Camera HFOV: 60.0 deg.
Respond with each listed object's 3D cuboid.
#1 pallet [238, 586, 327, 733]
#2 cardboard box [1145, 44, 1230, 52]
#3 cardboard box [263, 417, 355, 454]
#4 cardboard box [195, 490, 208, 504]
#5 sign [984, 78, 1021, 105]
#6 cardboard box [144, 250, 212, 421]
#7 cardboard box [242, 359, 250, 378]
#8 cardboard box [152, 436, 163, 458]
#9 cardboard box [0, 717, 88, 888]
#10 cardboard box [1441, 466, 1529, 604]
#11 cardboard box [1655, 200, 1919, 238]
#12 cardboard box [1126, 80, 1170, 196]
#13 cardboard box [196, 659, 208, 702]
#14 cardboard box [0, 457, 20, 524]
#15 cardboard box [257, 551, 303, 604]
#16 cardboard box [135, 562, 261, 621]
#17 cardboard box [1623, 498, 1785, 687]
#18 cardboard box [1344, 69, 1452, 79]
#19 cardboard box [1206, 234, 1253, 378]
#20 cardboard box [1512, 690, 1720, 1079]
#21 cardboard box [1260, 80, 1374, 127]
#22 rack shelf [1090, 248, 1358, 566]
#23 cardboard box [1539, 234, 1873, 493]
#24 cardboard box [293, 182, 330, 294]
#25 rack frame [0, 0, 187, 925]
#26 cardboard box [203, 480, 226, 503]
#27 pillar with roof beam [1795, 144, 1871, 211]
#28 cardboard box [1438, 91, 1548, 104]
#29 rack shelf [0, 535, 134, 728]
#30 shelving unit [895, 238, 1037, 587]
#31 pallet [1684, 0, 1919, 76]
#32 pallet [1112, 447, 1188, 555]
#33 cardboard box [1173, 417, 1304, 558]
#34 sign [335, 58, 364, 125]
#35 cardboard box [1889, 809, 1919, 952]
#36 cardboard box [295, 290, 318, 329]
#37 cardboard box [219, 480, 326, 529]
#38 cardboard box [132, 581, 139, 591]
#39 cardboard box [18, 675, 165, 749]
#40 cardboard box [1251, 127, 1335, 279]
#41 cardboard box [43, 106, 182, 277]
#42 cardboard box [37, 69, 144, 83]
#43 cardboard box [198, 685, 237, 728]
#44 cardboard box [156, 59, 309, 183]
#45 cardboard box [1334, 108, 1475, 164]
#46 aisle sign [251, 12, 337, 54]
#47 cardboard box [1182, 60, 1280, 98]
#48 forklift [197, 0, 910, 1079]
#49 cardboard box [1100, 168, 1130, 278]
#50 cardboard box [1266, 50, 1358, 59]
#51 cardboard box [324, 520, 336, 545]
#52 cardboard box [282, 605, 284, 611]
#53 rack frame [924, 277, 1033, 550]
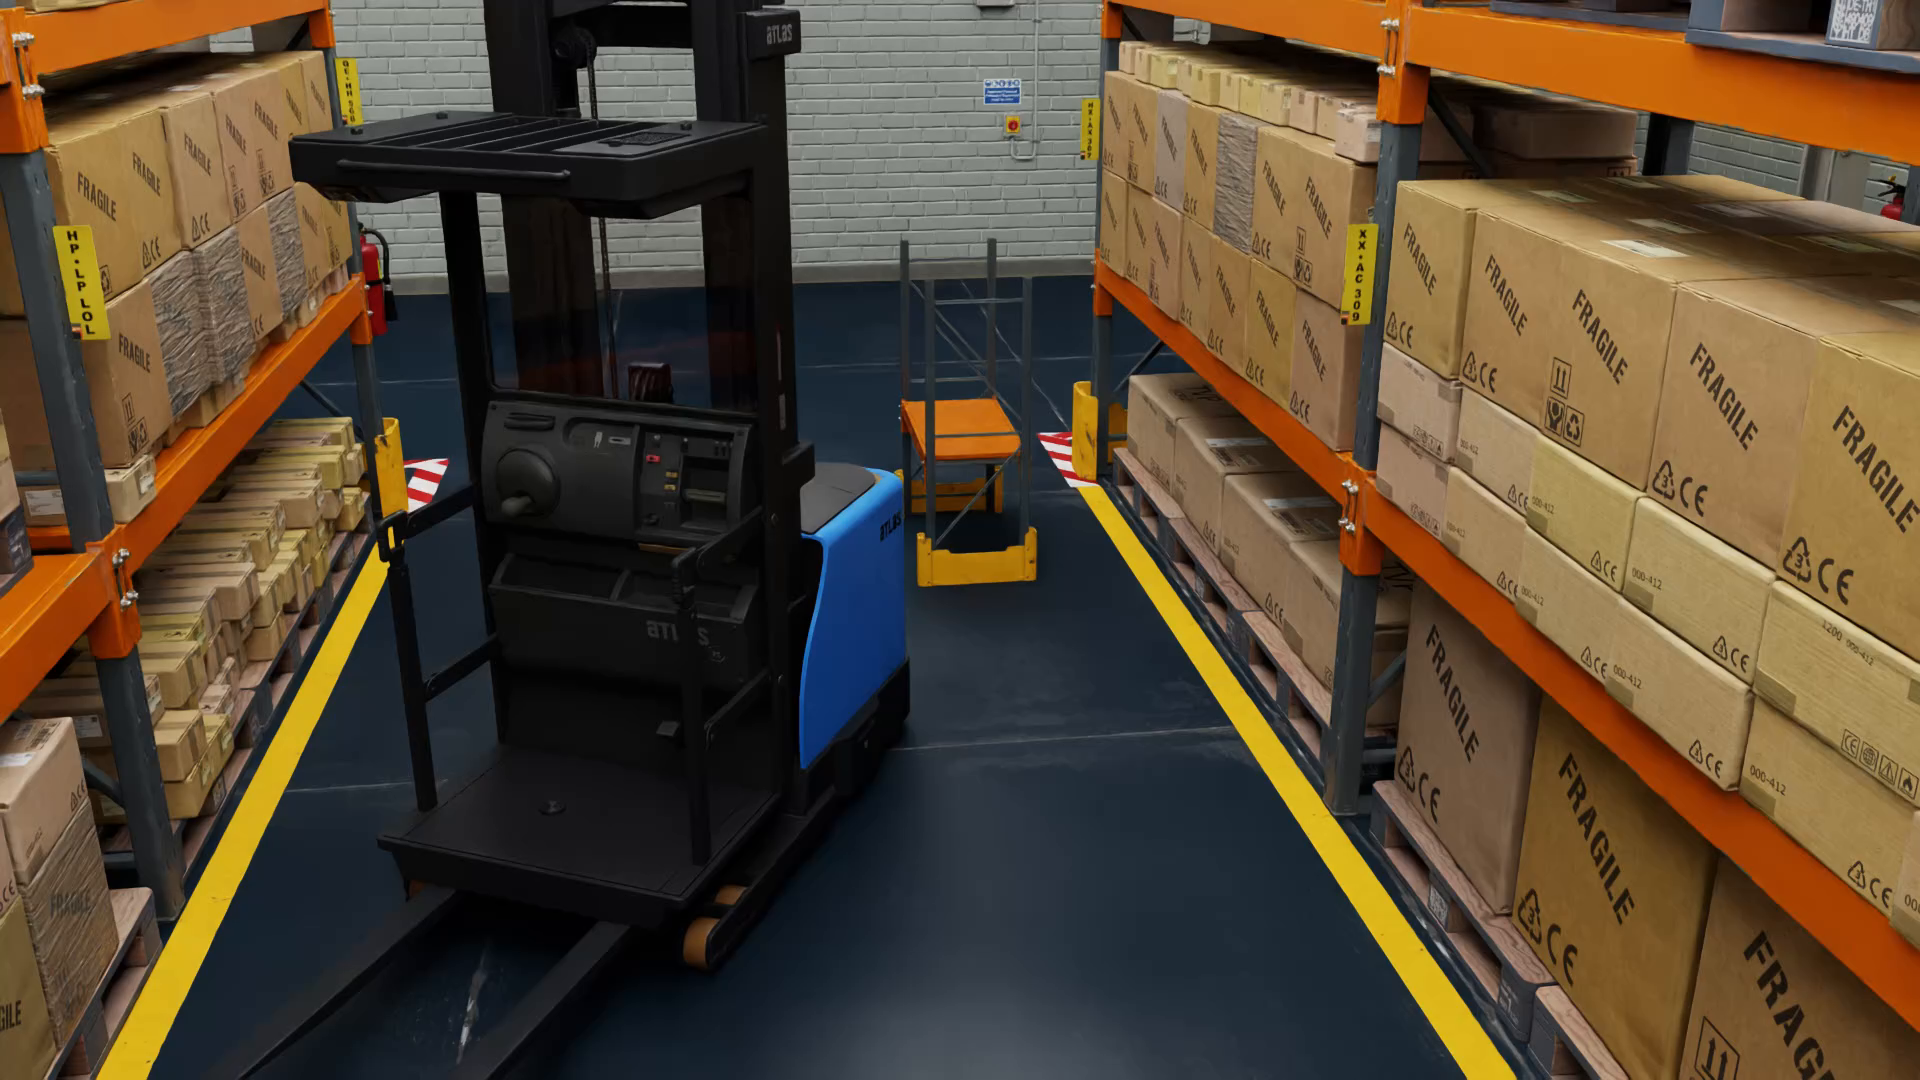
[{"bbox_3d":[-3.356,0.494,7.092,1.003,0.211,1.213,-3,21,-8],"label":"pallet"},{"bbox_3d":[1.148,-2.423,8.417,0.380,0.149,0.250,-2,21,-6],"label":"cardboard box"},{"bbox_3d":[-3.294,-0.512,8.425,0.380,0.149,0.250,-3,21,-7],"label":"cardboard box"},{"bbox_3d":[-3.696,-0.220,7.641,0.380,0.149,0.250,-4,21,-10],"label":"cardboard box"},{"bbox_3d":[0.370,-3.924,14.550,0.327,0.218,0.001,-3,21,-8],"label":"sign"},{"bbox_3d":[-2.945,-0.700,5.734,0.500,0.500,0.500,-3,21,-8],"label":"cardboard box"},{"bbox_3d":[-3.084,-0.699,6.660,0.380,0.149,0.250,-2,21,-6],"label":"cardboard box"},{"bbox_3d":[-2.963,-0.330,5.673,0.380,0.149,0.250,-4,21,-10],"label":"cardboard box"},{"bbox_3d":[-2.687,0.710,4.429,0.500,0.250,0.500,-3,21,-9],"label":"cardboard box"},{"bbox_3d":[1.717,-0.028,4.718,0.500,0.250,0.500,-3,21,-9],"label":"cardboard box"},{"bbox_3d":[2.234,-0.637,4.563,0.500,0.500,0.500,-3,21,-7],"label":"cardboard box"},{"bbox_3d":[1.131,-1.984,8.169,0.500,0.500,0.500,-3,21,-9],"label":"cardboard box"},{"bbox_3d":[-2.977,0.534,6.049,0.380,0.149,0.250,-3,21,-8],"label":"cardboard box"},{"bbox_3d":[-2.792,-0.110,4.482,0.380,0.149,0.250,-3,21,-9],"label":"cardboard box"},{"bbox_3d":[-3.013,0.167,7.032,0.380,0.149,0.250,-3,21,-7],"label":"cardboard box"},{"bbox_3d":[-2.972,0.207,6.498,0.380,0.149,0.250,-2,21,-7],"label":"cardboard box"},{"bbox_3d":[1.848,0.090,3.688,0.500,0.250,0.500,-4,21,-9],"label":"cardboard box"},{"bbox_3d":[1.849,-1.913,7.051,0.380,0.149,0.250,-3,21,-8],"label":"cardboard box"},{"bbox_3d":[1.352,-0.989,6.933,0.500,0.500,0.500,-3,21,-9],"label":"cardboard box"},{"bbox_3d":[2.145,0.879,4.513,0.875,0.875,0.875,-2,21,-6],"label":"cardboard box"},{"bbox_3d":[1.397,-1.708,6.502,0.380,0.149,0.250,-3,21,-8],"label":"cardboard box"},{"bbox_3d":[1.551,-0.798,7.595,1.077,0.370,4.000,-3,21,-8],"label":"rack shelf"},{"bbox_3d":[1.788,-0.443,4.042,0.500,0.500,0.500,-3,21,-9],"label":"cardboard box"},{"bbox_3d":[-3.233,-1.408,7.631,0.500,0.500,0.500,-3,21,-9],"label":"cardboard box"},{"bbox_3d":[-3.045,-0.158,4.853,1.000,3.000,0.127,-3,21,-8],"label":"rack frame"},{"bbox_3d":[-3.694,-0.171,7.937,0.380,0.149,0.250,-3,21,-7],"label":"cardboard box"},{"bbox_3d":[2.417,-5.652,10.987,9.100,9.000,0.400,-3,21,-8],"label":"pillar with roof beam"},{"bbox_3d":[1.919,-1.559,6.103,0.380,0.149,0.250,-3,21,-8],"label":"cardboard box"},{"bbox_3d":[-2.757,0.871,3.124,1.077,0.370,4.000,-3,21,-8],"label":"rack shelf"},{"bbox_3d":[0.011,-0.676,8.383,0.587,1.500,1.083,-3,21,-8],"label":"shelving unit"},{"bbox_3d":[2.106,-0.982,3.041,1.003,0.211,1.213,-2,21,-5],"label":"pallet"},{"bbox_3d":[1.455,-0.249,9.080,1.003,0.211,1.213,-3,21,-8],"label":"pallet"},{"bbox_3d":[1.597,-0.284,8.252,0.875,0.438,0.875,-2,21,-6],"label":"cardboard box"},{"bbox_3d":[-3.069,-2.255,8.359,0.100,0.325,0.005,-3,21,-8],"label":"sign"},{"bbox_3d":[1.996,0.674,2.838,0.500,0.250,0.500,-3,21,-7],"label":"cardboard box"},{"bbox_3d":[-3.185,-1.066,7.641,0.380,0.149,0.250,-2,21,-6],"label":"cardboard box"},{"bbox_3d":[-3.084,-0.156,7.472,0.380,0.149,0.250,-2,21,-6],"label":"cardboard box"},{"bbox_3d":[-3.526,0.290,6.700,0.380,0.149,0.250,-4,21,-10],"label":"cardboard box"},{"bbox_3d":[-2.890,0.572,5.521,0.380,0.149,0.250,-2,21,-6],"label":"cardboard box"},{"bbox_3d":[1.432,-1.284,6.294,0.500,0.500,0.500,-3,21,-9],"label":"cardboard box"},{"bbox_3d":[-2.959,-1.160,5.538,0.500,0.500,0.500,-4,21,-9],"label":"cardboard box"},{"bbox_3d":[-3.688,-1.673,6.912,0.500,0.500,0.500,-3,21,-9],"label":"cardboard box"},{"bbox_3d":[-2.905,0.663,6.129,0.380,0.149,0.250,-3,21,-8],"label":"cardboard box"},{"bbox_3d":[-3.236,-1.876,7.456,0.500,0.500,0.500,-4,21,-10],"label":"cardboard box"},{"bbox_3d":[1.480,-1.353,5.551,0.380,0.149,0.250,-3,21,-9],"label":"cardboard box"},{"bbox_3d":[-3.335,-2.801,8.214,0.394,0.787,0.004,-3,21,-8],"label":"aisle sign"},{"bbox_3d":[1.212,-2.060,7.446,0.380,0.149,0.250,-3,21,-7],"label":"cardboard box"},{"bbox_3d":[-1.165,-0.201,5.066,1.130,2.935,3.031,7,22,18],"label":"forklift"},{"bbox_3d":[1.047,-1.694,8.821,0.500,0.500,0.500,-3,21,-8],"label":"cardboard box"},{"bbox_3d":[1.689,-2.272,8.012,0.380,0.149,0.250,-2,21,-7],"label":"cardboard box"},{"bbox_3d":[-3.249,-0.053,8.045,0.380,0.149,0.250,-3,21,-8],"label":"cardboard box"},{"bbox_3d":[-3.120,0.304,7.089,0.380,0.149,0.250,-2,21,-6],"label":"cardboard box"},{"bbox_3d":[0.086,-0.497,7.903,0.500,1.500,0.032,-3,21,-8],"label":"rack frame"}]
